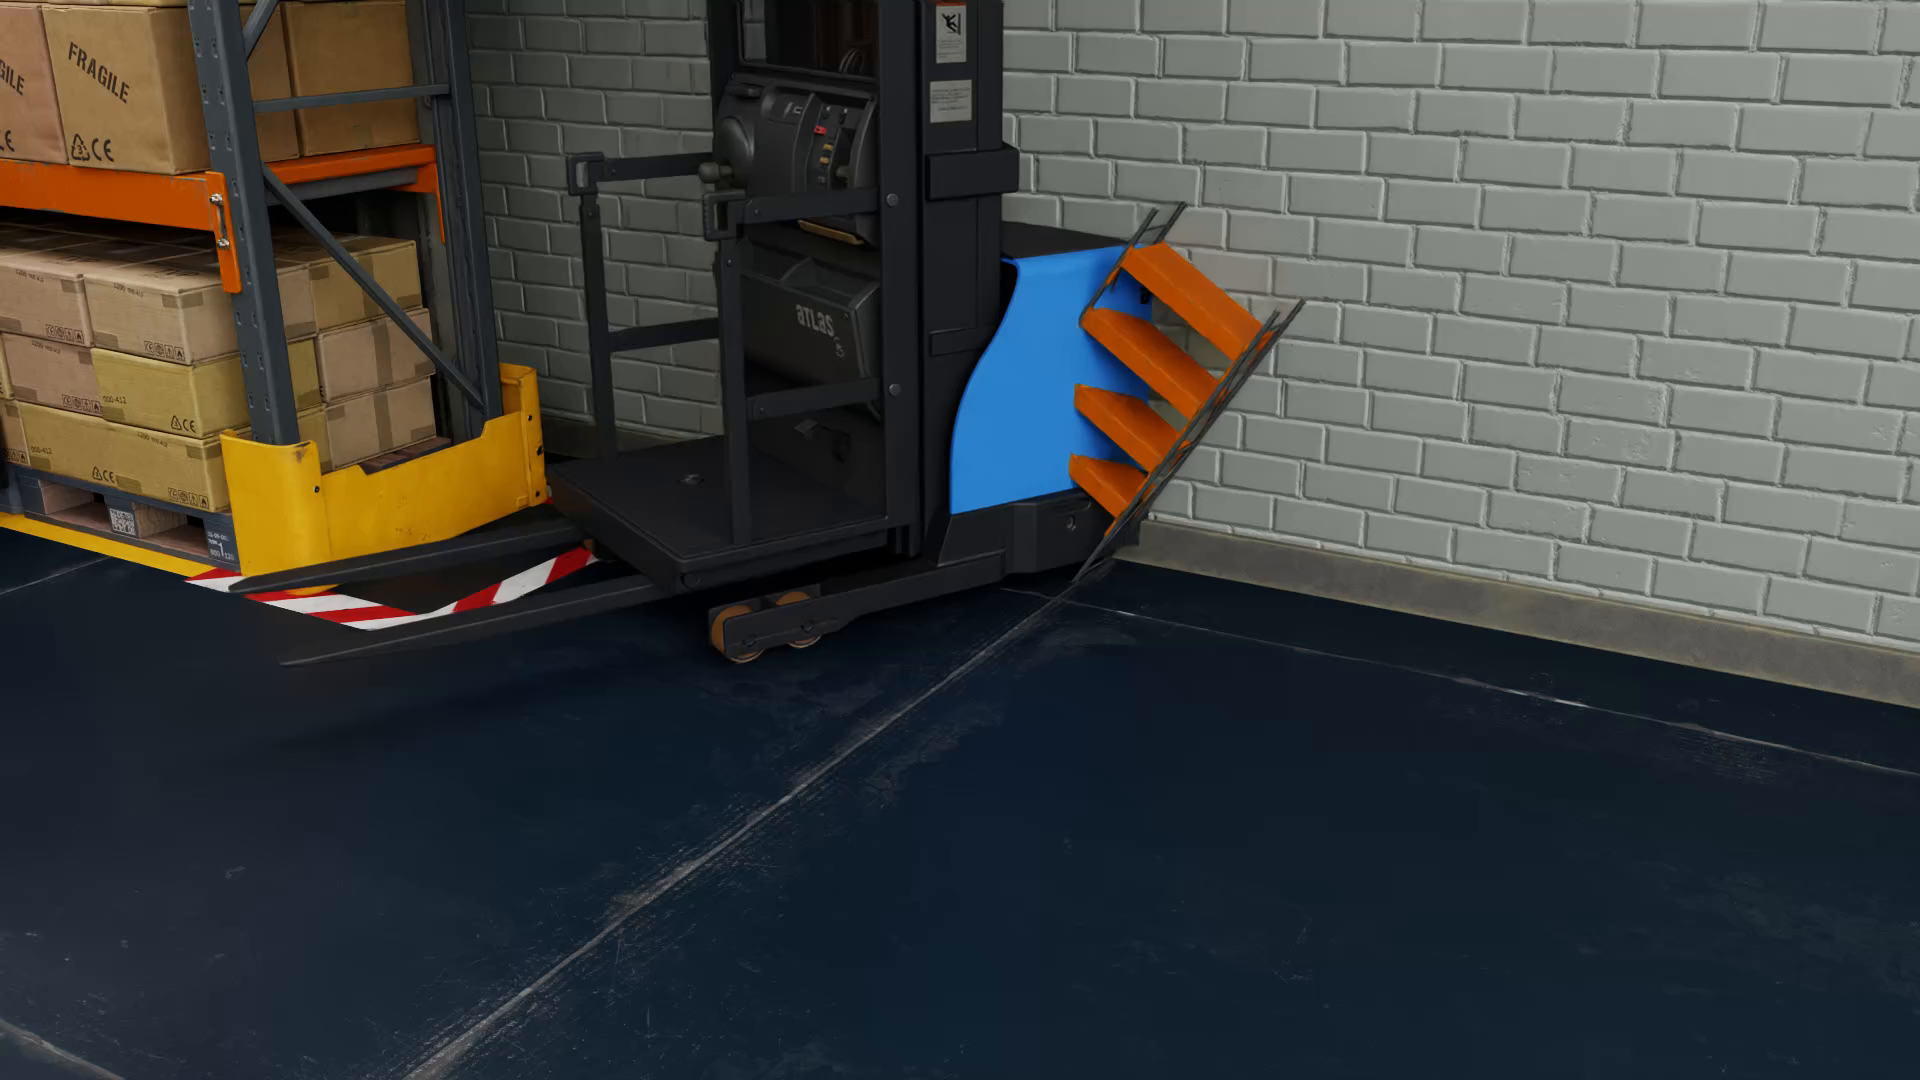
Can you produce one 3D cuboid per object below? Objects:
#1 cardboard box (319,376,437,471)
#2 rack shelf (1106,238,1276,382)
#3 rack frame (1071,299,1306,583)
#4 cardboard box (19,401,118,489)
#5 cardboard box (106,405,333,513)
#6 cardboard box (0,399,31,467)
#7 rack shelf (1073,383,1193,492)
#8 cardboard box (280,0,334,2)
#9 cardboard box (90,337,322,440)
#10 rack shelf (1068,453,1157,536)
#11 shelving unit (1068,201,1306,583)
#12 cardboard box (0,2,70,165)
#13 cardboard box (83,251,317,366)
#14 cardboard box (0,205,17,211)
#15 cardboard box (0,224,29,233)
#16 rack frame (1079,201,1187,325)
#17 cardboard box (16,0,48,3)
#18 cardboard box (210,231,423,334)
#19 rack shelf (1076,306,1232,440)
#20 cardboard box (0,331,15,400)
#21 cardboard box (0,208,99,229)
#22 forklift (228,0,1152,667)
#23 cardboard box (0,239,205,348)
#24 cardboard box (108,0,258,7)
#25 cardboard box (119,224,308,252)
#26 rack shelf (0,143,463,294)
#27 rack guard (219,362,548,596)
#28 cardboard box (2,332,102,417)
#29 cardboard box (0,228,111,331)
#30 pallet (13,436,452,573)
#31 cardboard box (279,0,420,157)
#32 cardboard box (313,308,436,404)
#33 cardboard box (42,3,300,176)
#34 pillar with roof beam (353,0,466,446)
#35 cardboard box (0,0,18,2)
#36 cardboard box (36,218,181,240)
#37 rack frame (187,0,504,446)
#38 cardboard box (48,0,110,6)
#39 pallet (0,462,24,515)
[{"bbox_3d":[-2.325,-0.474,6.189,0.500,0.250,0.500,11,23,28],"label":"cardboard box"},{"bbox_3d":[0.719,-0.718,5.150,0.480,0.148,0.258,43,32,14],"label":"rack shelf"},{"bbox_3d":[0.701,-0.278,5.293,0.015,1.200,0.240,43,32,14],"label":"rack frame"},{"bbox_3d":[-2.985,-0.404,5.995,0.500,0.250,0.500,11,23,27],"label":"cardboard box"},{"bbox_3d":[-2.555,-0.318,5.760,0.500,0.250,0.500,11,23,28],"label":"cardboard box"},{"bbox_3d":[-3.417,-0.489,6.232,0.500,0.250,0.500,11,23,28],"label":"cardboard box"},{"bbox_3d":[0.494,-0.392,5.386,0.480,0.148,0.258,43,32,14],"label":"rack shelf"},{"bbox_3d":[-2.161,-1.915,5.647,0.250,0.149,0.380,10,22,26],"label":"cardboard box"},{"bbox_3d":[-2.569,-0.557,5.685,0.500,0.250,0.500,10,22,27],"label":"cardboard box"},{"bbox_3d":[0.398,-0.252,5.488,0.480,0.148,0.258,43,32,14],"label":"rack shelf"},{"bbox_3d":[0.527,-0.440,5.351,0.503,1.200,0.258,43,32,14],"label":"shelving unit"},{"bbox_3d":[-2.997,-1.569,5.645,0.500,0.500,0.500,12,23,29],"label":"cardboard box"},{"bbox_3d":[-2.545,-0.788,5.588,0.500,0.250,0.500,12,23,29],"label":"cardboard box"},{"bbox_3d":[-4.075,-1.277,6.937,0.500,0.250,0.500,11,23,28],"label":"cardboard box"},{"bbox_3d":[-3.878,-1.038,6.279,0.500,0.250,0.500,10,22,26],"label":"cardboard box"},{"bbox_3d":[0.354,-0.601,5.410,0.015,1.200,0.240,43,32,14],"label":"rack frame"},{"bbox_3d":[-2.865,-1.850,5.469,0.250,0.149,0.380,11,23,28],"label":"cardboard box"},{"bbox_3d":[-2.318,-0.940,6.009,0.500,0.250,0.500,10,22,26],"label":"cardboard box"},{"bbox_3d":[0.603,-0.551,5.271,0.480,0.148,0.258,43,32,14],"label":"rack shelf"},{"bbox_3d":[-3.462,-0.723,6.143,0.500,0.250,0.500,10,22,26],"label":"cardboard box"},{"bbox_3d":[-3.632,-1.196,6.713,0.500,0.250,0.500,10,22,26],"label":"cardboard box"},{"bbox_3d":[-0.685,-1.223,4.939,3.031,2.935,1.130,-13,24,-31],"label":"forklift"},{"bbox_3d":[-2.994,-0.871,5.817,0.500,0.250,0.500,11,23,28],"label":"cardboard box"},{"bbox_3d":[-2.431,-1.755,5.207,0.250,0.149,0.380,11,23,28],"label":"cardboard box"},{"bbox_3d":[-2.756,-1.022,6.235,0.500,0.250,0.500,11,23,27],"label":"cardboard box"},{"bbox_3d":[-3.737,-1.424,6.446,4.000,0.370,1.077,11,23,27],"label":"rack shelf"},{"bbox_3d":[-1.970,-0.250,5.821,0.348,0.500,1.175,11,23,27],"label":"rack guard"},{"bbox_3d":[-3.001,-0.643,5.923,0.500,0.250,0.500,11,22,27],"label":"cardboard box"},{"bbox_3d":[-3.439,-0.952,6.040,0.500,0.250,0.500,11,23,28],"label":"cardboard box"},{"bbox_3d":[-2.679,-0.233,6.198,1.213,0.211,1.003,11,23,27],"label":"pallet"},{"bbox_3d":[-2.288,-1.641,5.844,0.500,0.500,0.500,12,23,29],"label":"cardboard box"},{"bbox_3d":[-2.300,-0.709,6.104,0.500,0.250,0.500,11,23,28],"label":"cardboard box"},{"bbox_3d":[-2.549,-1.480,5.399,0.500,0.500,0.500,10,22,26],"label":"cardboard box"},{"bbox_3d":[-4.259,-3.352,1.909,0.400,9.000,9.100,11,23,27],"label":"pillar with roof beam"},{"bbox_3d":[-3.076,-1.895,5.592,0.250,0.149,0.380,11,22,27],"label":"cardboard box"},{"bbox_3d":[-3.188,-1.109,6.473,0.500,0.250,0.500,11,22,27],"label":"cardboard box"},{"bbox_3d":[-1.991,-1.429,5.406,0.127,3.000,1.000,11,23,27],"label":"rack frame"},{"bbox_3d":[-2.668,-1.789,5.300,0.250,0.149,0.380,11,23,28],"label":"cardboard box"},{"bbox_3d":[-3.740,-0.436,6.758,1.213,0.211,1.003,11,23,27],"label":"pallet"}]
